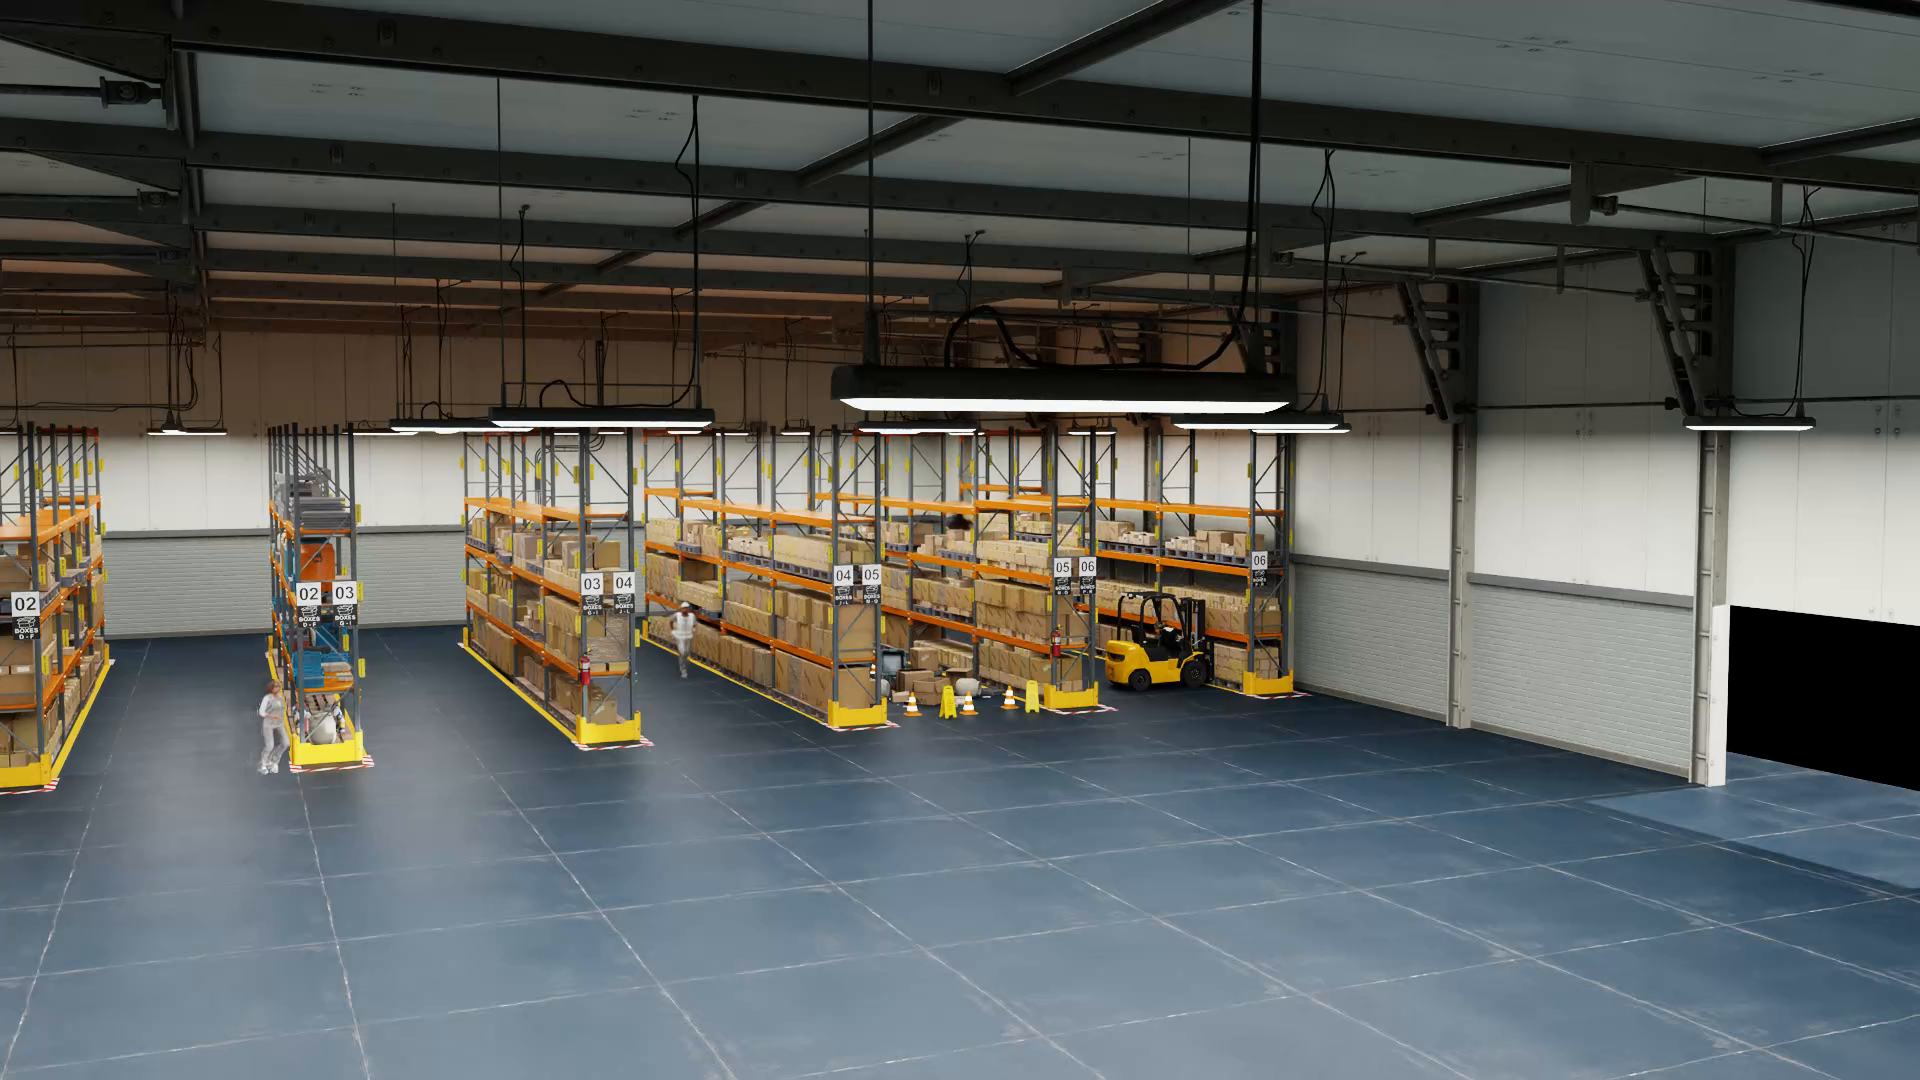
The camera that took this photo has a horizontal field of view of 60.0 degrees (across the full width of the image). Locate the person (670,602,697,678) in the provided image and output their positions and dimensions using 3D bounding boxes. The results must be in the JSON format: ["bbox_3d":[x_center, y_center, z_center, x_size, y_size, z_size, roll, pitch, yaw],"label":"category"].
[{"bbox_3d":[-6.645,2.394,40.104,0.599,1.826,0.918,-2,4,-29],"label":"person"}]

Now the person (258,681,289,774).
[{"bbox_3d":[-11.681,3.196,28.356,0.585,1.584,0.541,2,4,31],"label":"person"}]

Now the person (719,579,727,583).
[{"bbox_3d":[-6.897,1.939,48.101,0.586,1.672,0.878,-3,4,-38],"label":"person"}]
